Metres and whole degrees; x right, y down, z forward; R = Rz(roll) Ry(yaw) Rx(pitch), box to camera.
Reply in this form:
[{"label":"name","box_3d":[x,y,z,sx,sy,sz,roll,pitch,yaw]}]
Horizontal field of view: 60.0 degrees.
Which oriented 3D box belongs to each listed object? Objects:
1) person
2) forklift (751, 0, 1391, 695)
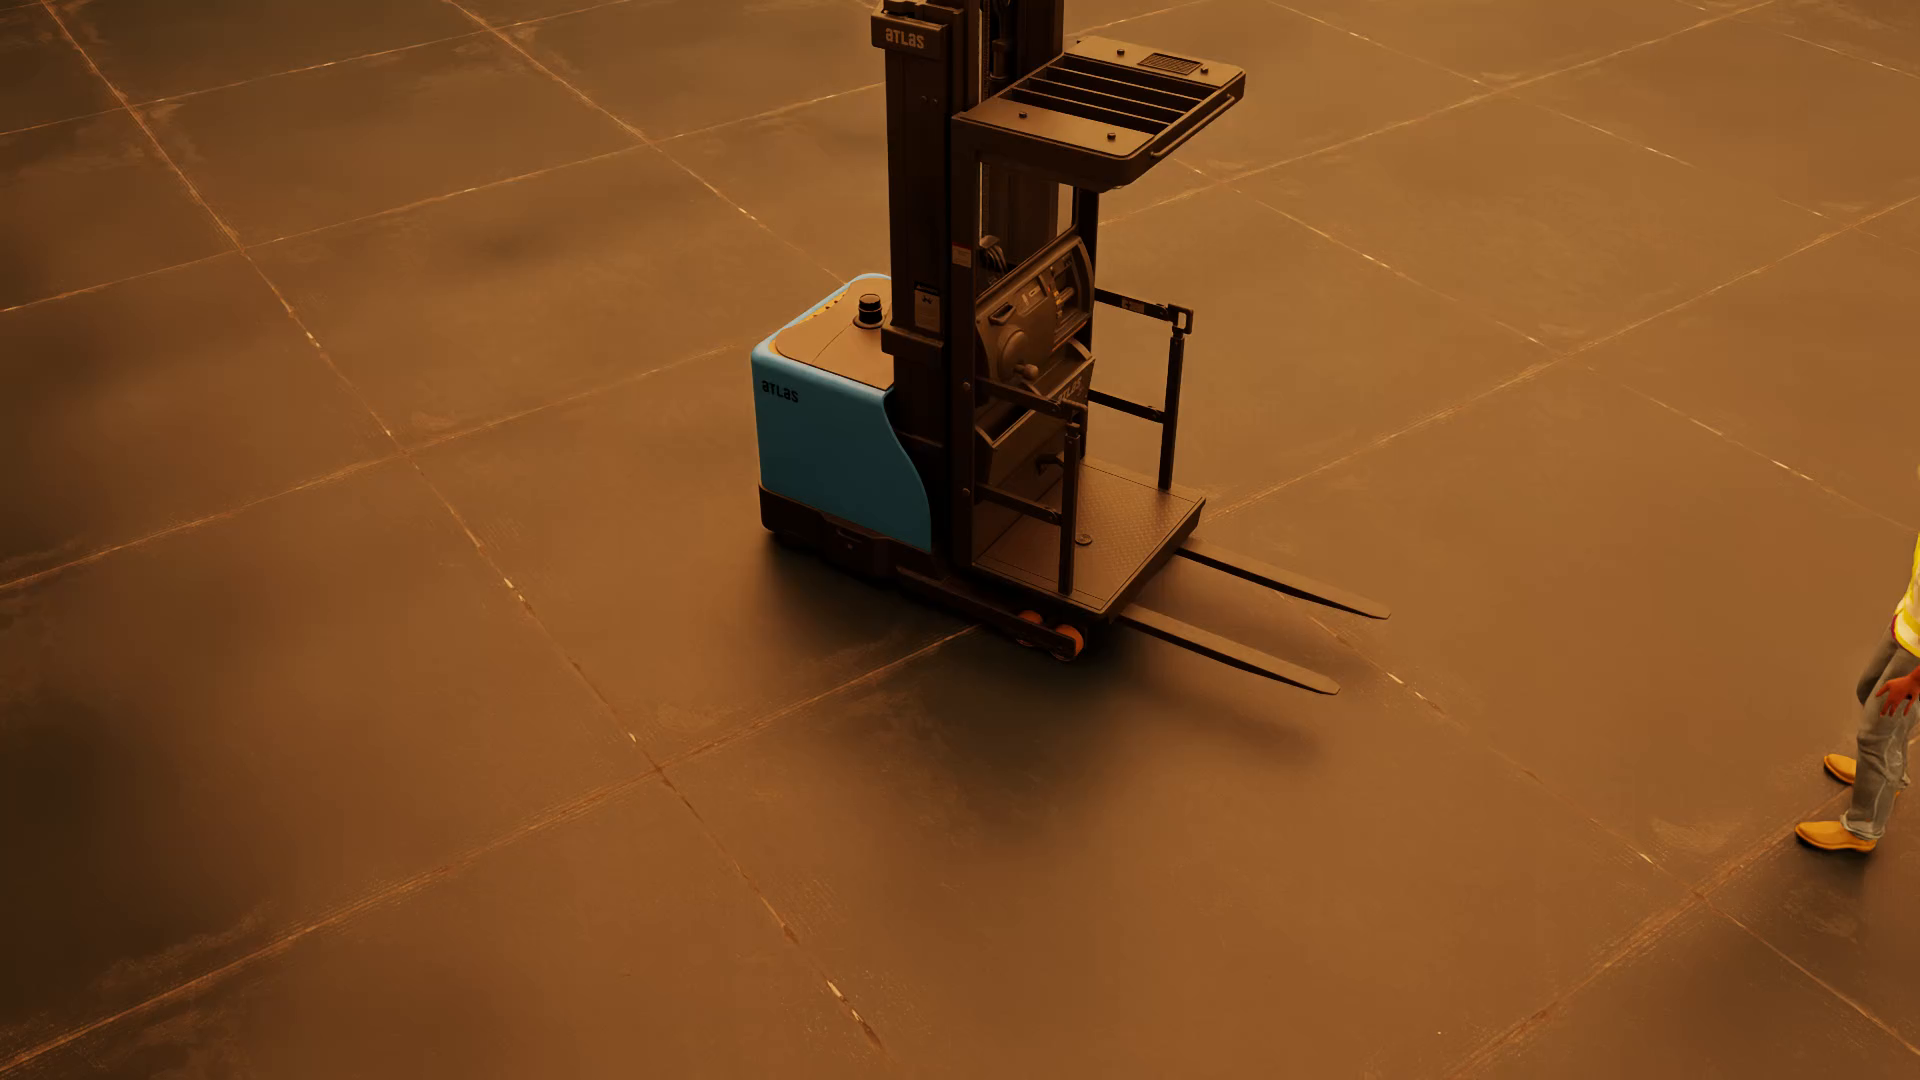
[{"label":"person","box_3d":[3.723,0.374,6.442,0.413,1.741,0.815,15,39,20]},{"label":"forklift","box_3d":[0.514,-0.985,7.276,3.031,2.935,1.130,21,41,26]}]
